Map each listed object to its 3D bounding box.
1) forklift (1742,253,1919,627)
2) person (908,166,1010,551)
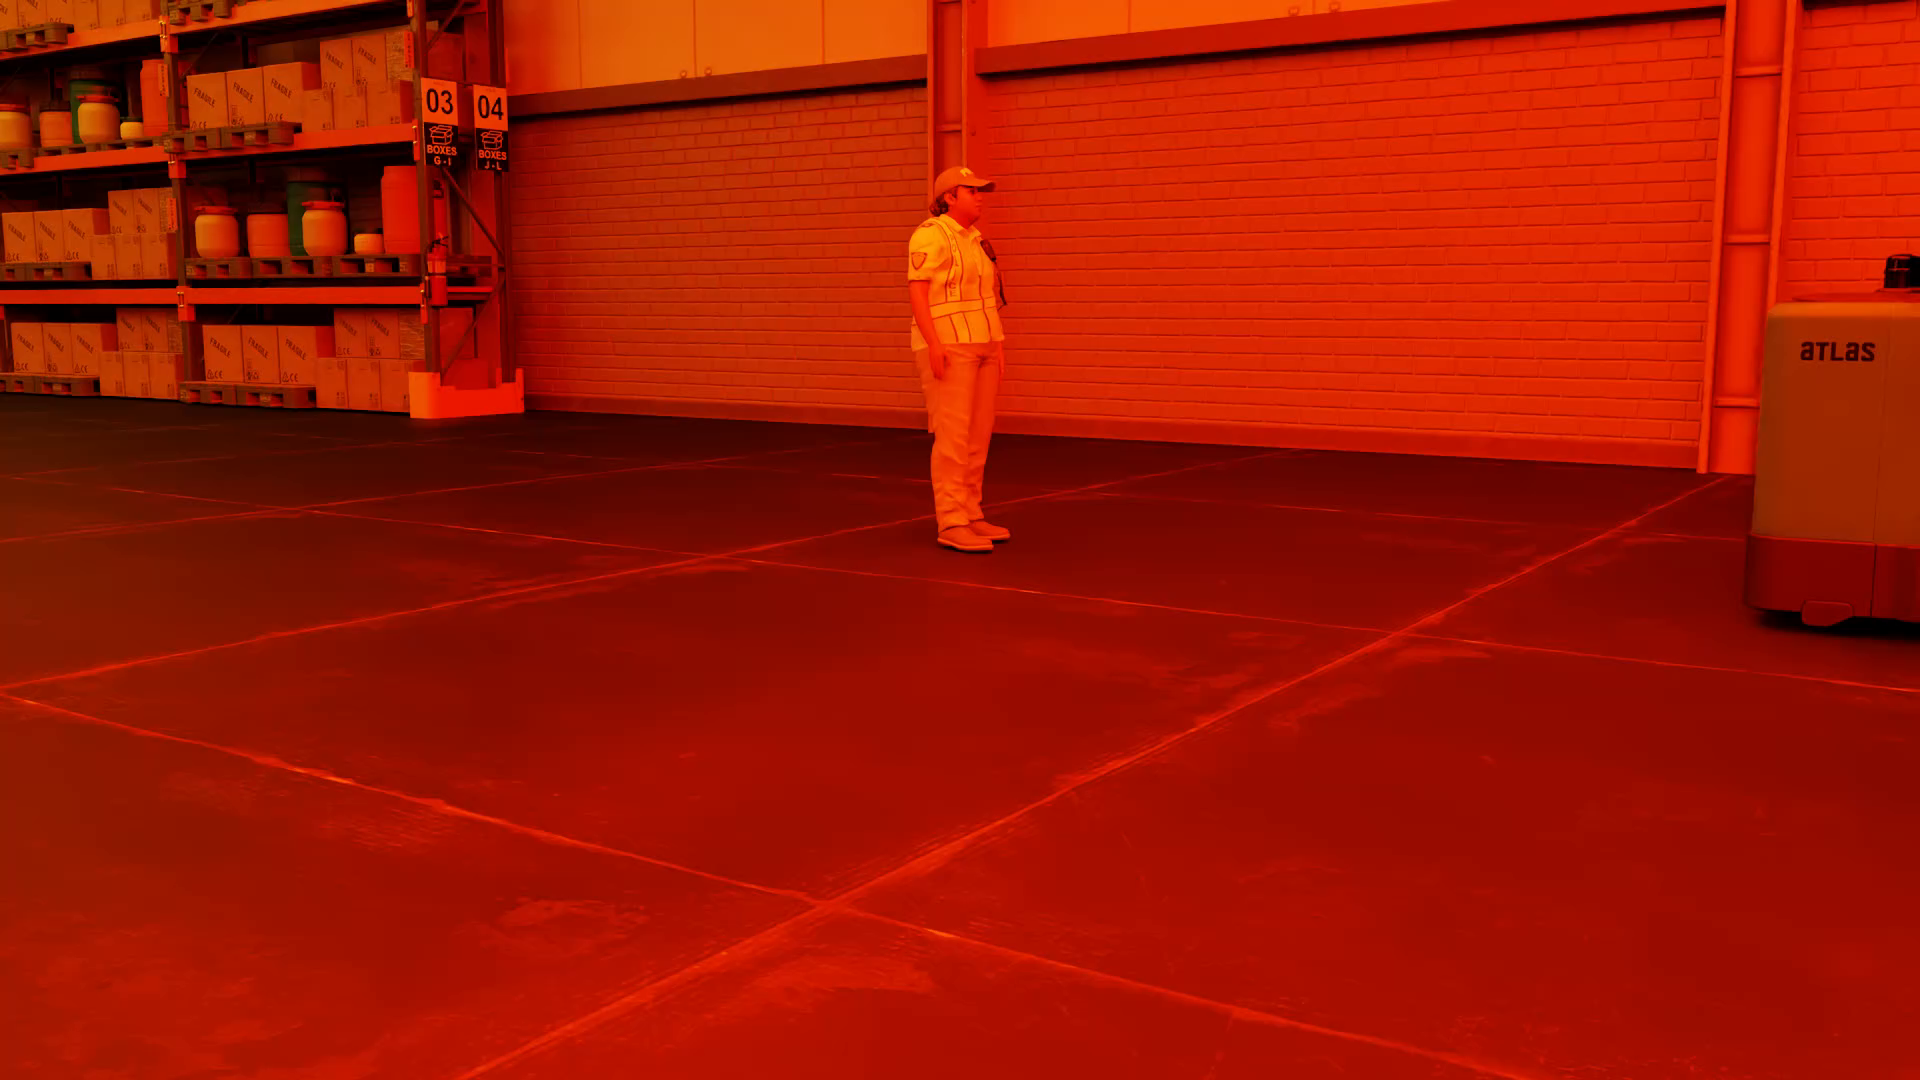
[{"bbox_3d":[4.169,-1.118,5.055,3.031,2.935,1.130,4,9,28],"label":"forklift"},{"bbox_3d":[0.051,-0.823,7.424,0.529,1.670,0.598,5,10,34],"label":"person"}]
